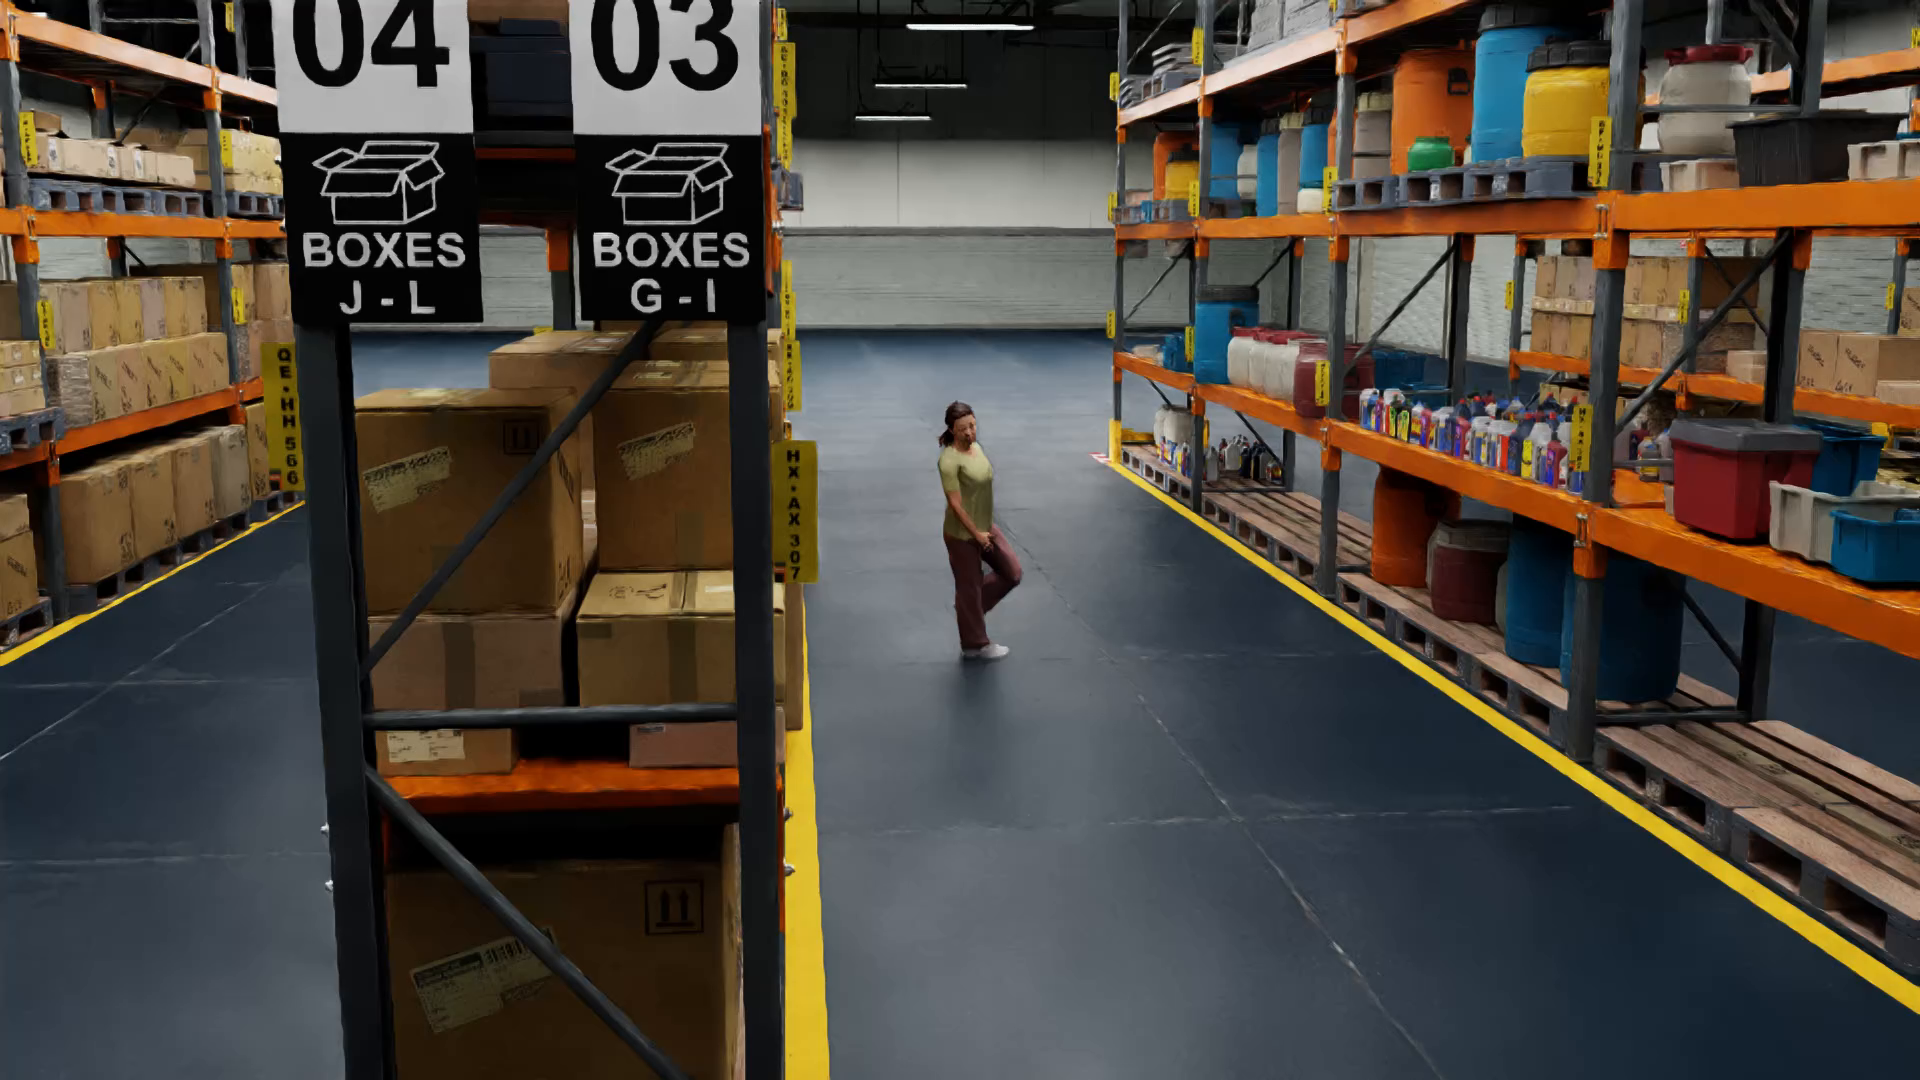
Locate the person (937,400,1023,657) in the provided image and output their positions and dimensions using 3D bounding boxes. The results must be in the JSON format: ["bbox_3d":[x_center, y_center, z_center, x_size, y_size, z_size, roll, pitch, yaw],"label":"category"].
[{"bbox_3d":[0.094,-0.054,10.210,0.494,1.634,0.652,5,11,26],"label":"person"}]
